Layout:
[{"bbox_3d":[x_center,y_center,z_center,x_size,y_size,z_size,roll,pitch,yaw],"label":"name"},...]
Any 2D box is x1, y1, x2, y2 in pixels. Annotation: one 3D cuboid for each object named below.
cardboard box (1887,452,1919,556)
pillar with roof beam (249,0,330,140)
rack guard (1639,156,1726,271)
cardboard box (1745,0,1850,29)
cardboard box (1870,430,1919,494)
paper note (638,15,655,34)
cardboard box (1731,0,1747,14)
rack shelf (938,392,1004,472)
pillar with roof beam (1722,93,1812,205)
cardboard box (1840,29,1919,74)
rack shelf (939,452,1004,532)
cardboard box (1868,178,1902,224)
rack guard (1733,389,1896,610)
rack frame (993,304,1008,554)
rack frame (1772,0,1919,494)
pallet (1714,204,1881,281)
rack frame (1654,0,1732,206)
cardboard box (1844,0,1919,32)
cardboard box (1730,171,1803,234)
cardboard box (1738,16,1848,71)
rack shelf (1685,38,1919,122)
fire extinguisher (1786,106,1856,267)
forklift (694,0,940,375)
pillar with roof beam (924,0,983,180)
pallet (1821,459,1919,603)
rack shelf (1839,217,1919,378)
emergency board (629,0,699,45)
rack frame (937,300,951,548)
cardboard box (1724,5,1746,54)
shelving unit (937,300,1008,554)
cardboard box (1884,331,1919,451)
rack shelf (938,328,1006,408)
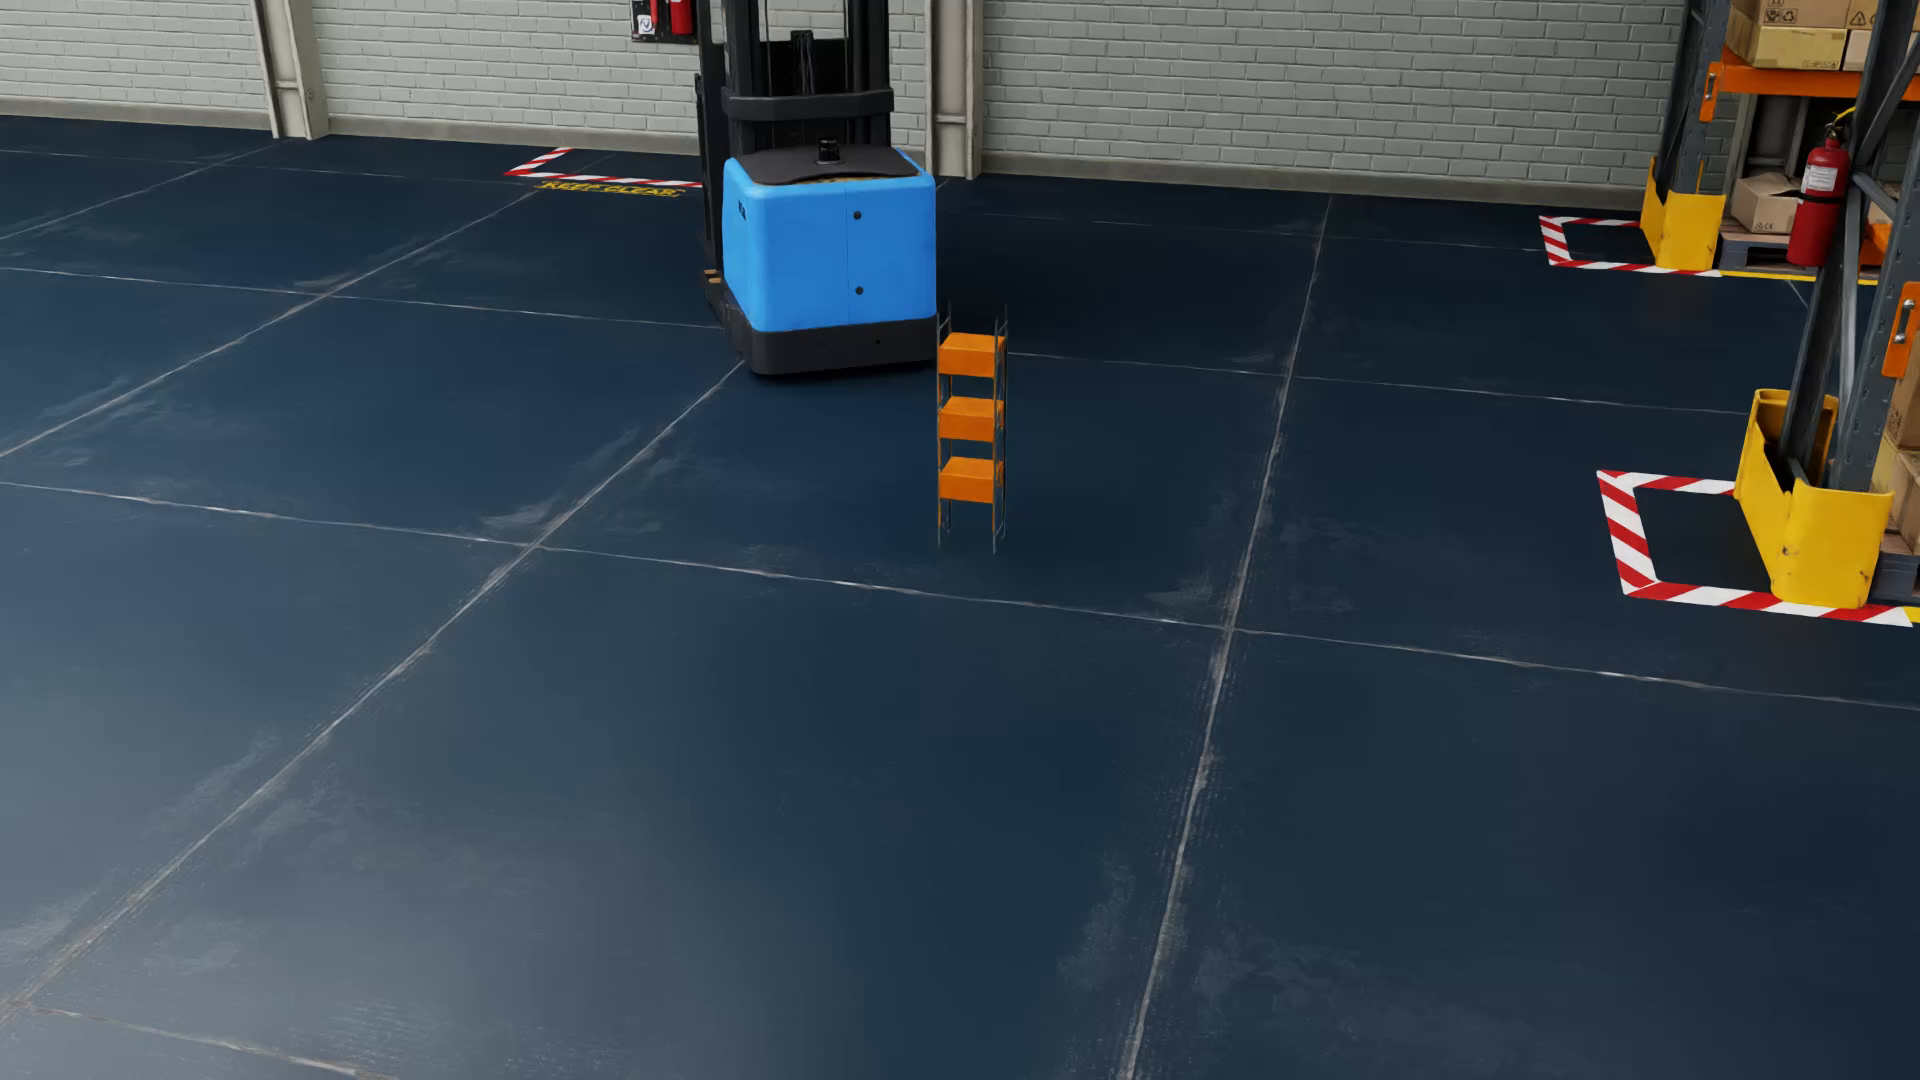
[{"bbox_3d":[4.102,-0.127,6.737,0.500,0.250,0.500,6,26,13],"label":"cardboard box"},{"bbox_3d":[-6.933,-5.878,9.127,0.400,9.000,9.100,6,26,13],"label":"pillar with roof beam"},{"bbox_3d":[4.942,-2.254,11.404,0.348,0.500,1.175,6,26,13],"label":"rack guard"},{"bbox_3d":[5.255,-3.495,10.380,0.500,0.500,0.500,6,26,13],"label":"cardboard box"},{"bbox_3d":[4.231,-0.342,7.190,0.500,0.250,0.500,6,26,13],"label":"cardboard box"},{"bbox_3d":[-2.588,-4.249,13.710,0.142,0.148,0.016,6,26,13],"label":"paper note"},{"bbox_3d":[5.377,-3.709,10.830,0.500,0.500,0.500,6,26,12],"label":"cardboard box"},{"bbox_3d":[0.052,-0.459,7.017,0.240,0.259,0.215,6,26,13],"label":"rack shelf"},{"bbox_3d":[4.689,-4.593,6.429,0.400,9.000,9.100,6,26,13],"label":"pillar with roof beam"},{"bbox_3d":[5.768,-3.098,10.420,0.500,0.250,0.500,5,26,11],"label":"cardboard box"},{"bbox_3d":[0.052,-0.208,7.136,0.240,0.259,0.215,6,26,13],"label":"rack shelf"},{"bbox_3d":[6.068,-2.203,11.005,0.500,0.311,0.500,9,27,17],"label":"cardboard box"},{"bbox_3d":[3.615,-0.202,7.094,0.348,0.500,1.175,6,26,13],"label":"rack guard"},{"bbox_3d":[0.170,-0.455,6.985,0.008,1.050,0.200,6,26,13],"label":"rack frame"},{"bbox_3d":[3.638,-1.329,6.551,0.127,3.000,1.000,6,26,13],"label":"rack frame"},{"bbox_3d":[5.720,-2.022,11.252,1.213,0.211,1.003,6,26,13],"label":"pallet"},{"bbox_3d":[4.868,-3.391,10.884,0.127,3.000,1.000,6,26,13],"label":"rack frame"},{"bbox_3d":[5.732,-3.438,10.260,0.500,0.500,0.500,6,26,13],"label":"cardboard box"},{"bbox_3d":[5.516,-2.264,11.133,0.500,0.311,0.500,3,26,7],"label":"cardboard box"},{"bbox_3d":[5.261,-3.148,10.524,0.500,0.250,0.500,6,26,11],"label":"cardboard box"},{"bbox_3d":[6.805,-2.852,10.588,4.000,0.370,1.077,6,26,13],"label":"rack shelf"},{"bbox_3d":[3.639,-1.500,7.000,0.183,0.674,0.296,6,26,13],"label":"fire extinguisher"},{"bbox_3d":[-1.014,-2.822,9.767,1.130,2.935,3.031,-7,26,-15],"label":"forklift"},{"bbox_3d":[-1.122,-5.235,7.778,0.400,9.000,9.100,6,26,13],"label":"pillar with roof beam"},{"bbox_3d":[4.389,-0.005,7.015,1.213,0.211,1.003,6,26,13],"label":"pallet"},{"bbox_3d":[5.575,-0.790,6.256,4.000,0.370,1.077,6,26,13],"label":"rack shelf"},{"bbox_3d":[-2.433,-4.599,13.421,0.643,1.169,0.194,6,26,13],"label":"emergency board"},{"bbox_3d":[-0.066,-0.481,7.040,0.008,1.050,0.200,6,26,13],"label":"rack frame"},{"bbox_3d":[5.369,-3.363,10.976,0.500,0.250,0.500,7,26,14],"label":"cardboard box"},{"bbox_3d":[0.052,-0.468,7.012,0.252,1.050,0.215,6,26,13],"label":"shelving unit"},{"bbox_3d":[4.231,-0.682,7.030,0.500,0.500,0.500,6,26,13],"label":"cardboard box"},{"bbox_3d":[0.052,-0.715,6.895,0.240,0.259,0.215,6,26,13],"label":"rack shelf"}]
